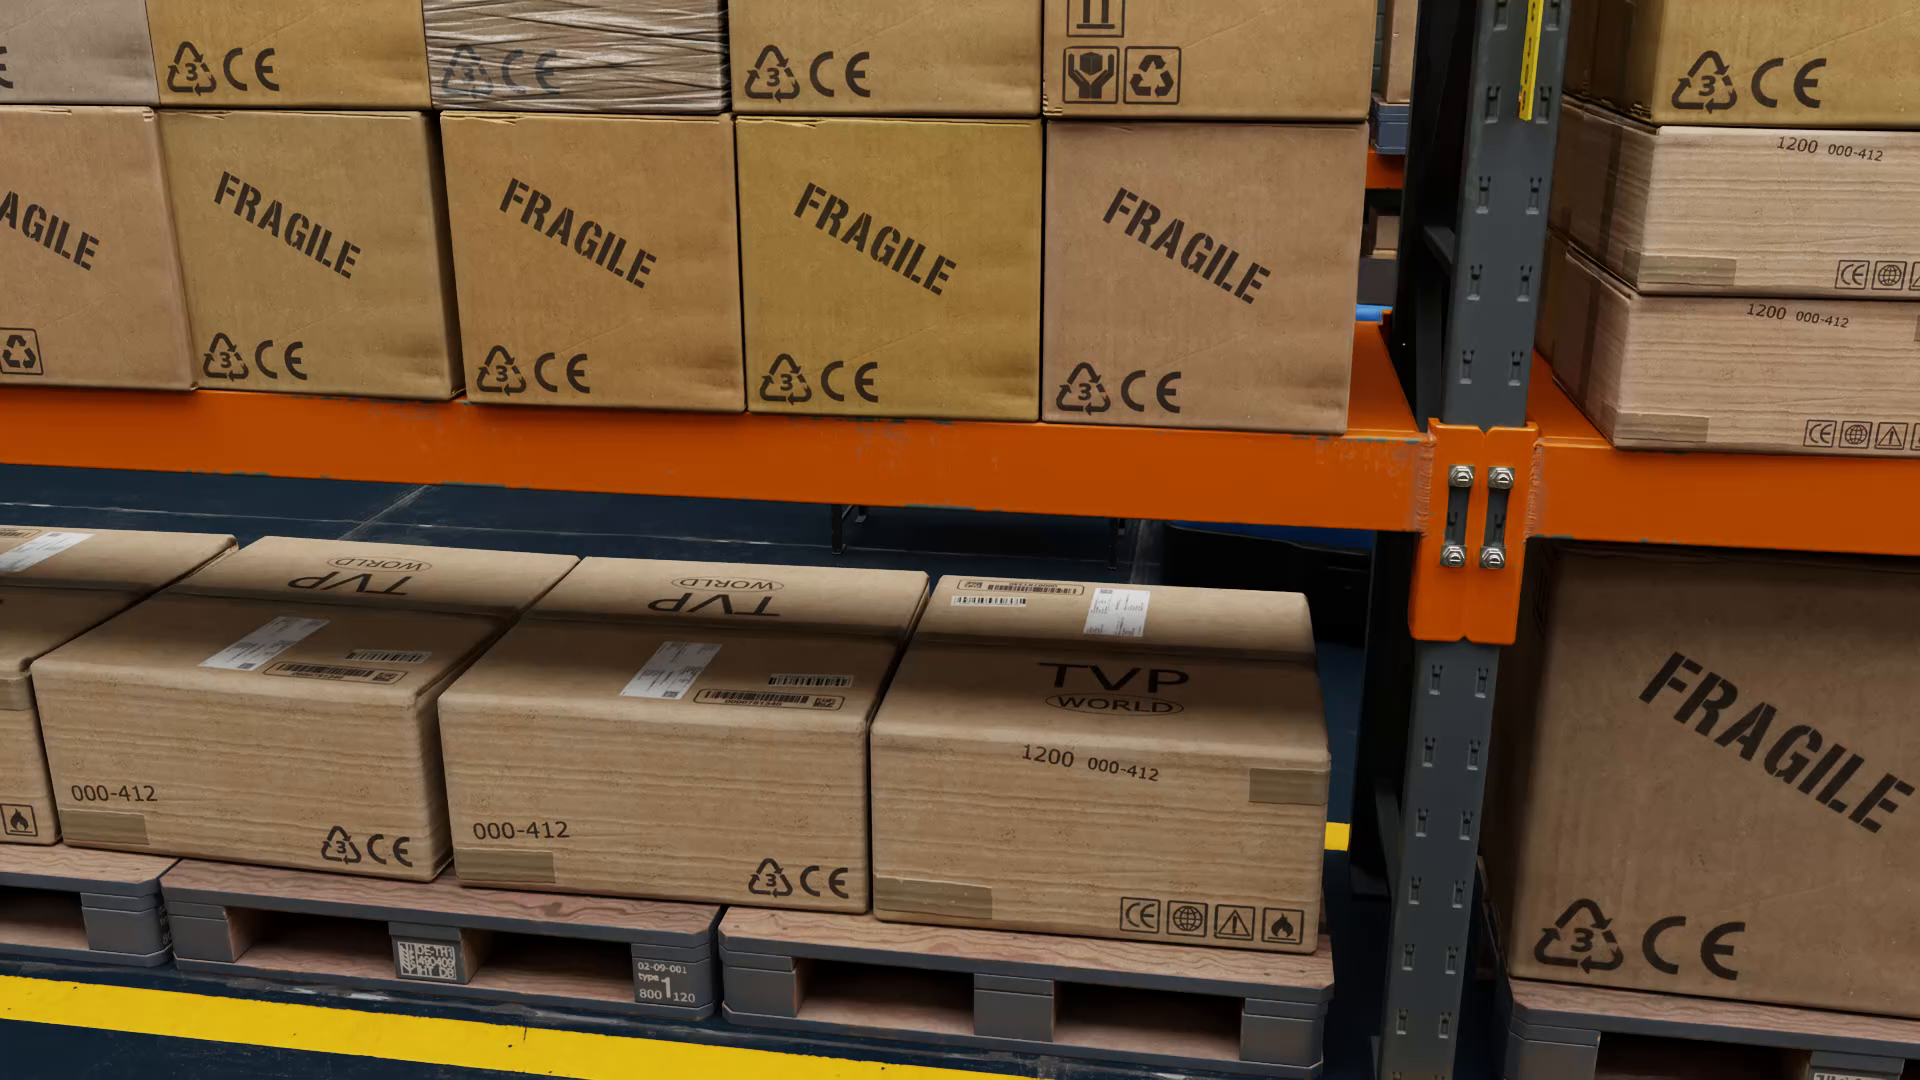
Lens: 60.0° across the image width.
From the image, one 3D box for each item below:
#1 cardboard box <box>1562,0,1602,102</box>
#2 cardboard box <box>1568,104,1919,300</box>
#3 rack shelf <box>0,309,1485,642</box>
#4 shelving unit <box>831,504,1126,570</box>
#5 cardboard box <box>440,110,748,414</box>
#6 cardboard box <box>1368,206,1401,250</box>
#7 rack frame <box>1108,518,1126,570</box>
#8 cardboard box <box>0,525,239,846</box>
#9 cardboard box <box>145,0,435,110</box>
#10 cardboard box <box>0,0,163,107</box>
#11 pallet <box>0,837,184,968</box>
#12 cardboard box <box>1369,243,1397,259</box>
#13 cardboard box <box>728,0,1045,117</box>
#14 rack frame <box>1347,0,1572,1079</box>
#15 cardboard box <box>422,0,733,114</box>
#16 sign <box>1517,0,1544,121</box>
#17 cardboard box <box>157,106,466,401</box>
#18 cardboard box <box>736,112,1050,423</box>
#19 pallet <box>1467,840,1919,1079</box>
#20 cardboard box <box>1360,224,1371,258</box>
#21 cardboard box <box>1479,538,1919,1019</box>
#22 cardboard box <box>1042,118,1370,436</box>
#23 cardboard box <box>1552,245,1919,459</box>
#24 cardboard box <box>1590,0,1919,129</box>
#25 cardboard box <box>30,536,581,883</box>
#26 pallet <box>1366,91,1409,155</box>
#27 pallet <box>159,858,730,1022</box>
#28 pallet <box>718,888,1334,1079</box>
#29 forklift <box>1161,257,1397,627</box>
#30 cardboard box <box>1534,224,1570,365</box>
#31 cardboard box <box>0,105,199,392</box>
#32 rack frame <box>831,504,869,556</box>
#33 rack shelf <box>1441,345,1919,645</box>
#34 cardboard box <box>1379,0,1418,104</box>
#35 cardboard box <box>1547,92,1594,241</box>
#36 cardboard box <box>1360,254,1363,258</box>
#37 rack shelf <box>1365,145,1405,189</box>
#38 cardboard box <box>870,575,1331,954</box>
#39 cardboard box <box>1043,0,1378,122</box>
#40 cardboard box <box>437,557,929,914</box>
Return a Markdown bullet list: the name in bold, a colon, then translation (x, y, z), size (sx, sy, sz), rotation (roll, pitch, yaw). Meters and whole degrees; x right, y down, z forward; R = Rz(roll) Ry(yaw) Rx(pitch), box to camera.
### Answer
- **cardboard box**: translation (1.404, -1.083, 3.080), size (0.500, 0.500, 0.500), rotation (4, 19, 10)
- **cardboard box**: translation (1.313, -0.561, 2.701), size (0.500, 0.250, 0.500), rotation (2, 19, 7)
- **rack shelf**: translation (-1.051, -0.265, 3.502), size (4.000, 0.370, 1.077), rotation (3, 19, 9)
- **shelving unit**: translation (0.084, -0.707, 6.052), size (1.048, 1.500, 0.538), rotation (3, 19, 9)
- **cardboard box**: translation (-0.583, -0.541, 3.035), size (0.500, 0.500, 0.500), rotation (3, 19, 8)
- **cardboard box**: translation (2.029, -1.441, 7.668), size (0.250, 0.149, 0.380), rotation (3, 19, 8)
- **rack frame**: translation (0.586, -0.681, 5.976), size (0.032, 1.500, 0.500), rotation (3, 19, 9)
- **cardboard box**: translation (-2.359, 0.311, 4.023), size (0.875, 0.438, 0.875), rotation (2, 19, 7)
- **cardboard box**: translation (-1.084, -1.043, 2.959), size (0.500, 0.500, 0.500), rotation (3, 19, 9)
- **cardboard box**: translation (-1.577, -1.068, 3.034), size (0.500, 0.500, 0.500), rotation (3, 19, 8)
- **pallet**: translation (-2.224, 0.631, 4.084), size (1.213, 0.211, 1.003), rotation (3, 19, 9)
- **cardboard box**: translation (2.019, -1.281, 7.659), size (0.250, 0.149, 0.380), rotation (4, 19, 11)
- **cardboard box**: translation (-0.086, -0.992, 2.809), size (0.500, 0.500, 0.500), rotation (3, 19, 8)
- **rack frame**: translation (0.923, -0.506, 3.087), size (0.127, 3.000, 1.000), rotation (3, 19, 9)
- **cardboard box**: translation (-0.590, -1.015, 2.876), size (0.500, 0.500, 0.500), rotation (3, 19, 9)
- **sign**: translation (0.837, -0.780, 2.417), size (0.005, 0.325, 0.100), rotation (3, 19, 9)
- **cardboard box**: translation (-1.097, -0.572, 3.128), size (0.500, 0.500, 0.500), rotation (4, 19, 10)
- **cardboard box**: translation (-0.084, -0.520, 2.973), size (0.500, 0.500, 0.500), rotation (2, 19, 7)
- **pallet**: translation (1.697, 0.832, 3.484), size (1.213, 0.211, 1.003), rotation (3, 19, 9)
- **cardboard box**: translation (2.116, -1.454, 8.177), size (0.250, 0.149, 0.380), rotation (2, 19, 6)
- **cardboard box**: translation (1.548, 0.309, 3.339), size (0.875, 0.875, 0.875), rotation (4, 19, 10)
- **cardboard box**: translation (0.425, -0.496, 2.901), size (0.500, 0.500, 0.500), rotation (3, 19, 9)
- **cardboard box**: translation (1.316, -0.330, 2.797), size (0.500, 0.250, 0.500), rotation (2, 19, 7)
- **cardboard box**: translation (1.312, -0.915, 2.577), size (0.500, 0.500, 0.500), rotation (3, 19, 9)
- **cardboard box**: translation (-1.454, 0.354, 3.893), size (0.875, 0.438, 0.875), rotation (3, 19, 10)
- **pallet**: translation (2.479, -1.895, 7.543), size (1.213, 0.211, 1.003), rotation (3, 19, 9)
- **pallet**: translation (-1.023, 0.693, 3.898), size (1.213, 0.211, 1.003), rotation (3, 19, 9)
- **pallet**: translation (0.185, 0.754, 3.717), size (1.213, 0.211, 1.003), rotation (3, 19, 9)
- **forklift**: translation (2.244, -1.115, 5.015), size (3.031, 2.935, 1.130), rotation (7, 20, 21)
- **cardboard box**: translation (1.406, -0.491, 3.279), size (0.500, 0.250, 0.500), rotation (2, 19, 7)
- **cardboard box**: translation (-1.594, -0.592, 3.188), size (0.500, 0.500, 0.500), rotation (3, 19, 8)
- **rack frame**: translation (-0.418, -0.733, 6.129), size (0.032, 1.500, 0.500), rotation (3, 19, 9)
- **rack shelf**: translation (2.898, -0.064, 2.900), size (4.000, 0.370, 1.077), rotation (3, 19, 9)
- **cardboard box**: translation (2.149, -2.213, 7.370), size (0.500, 0.500, 0.700), rotation (3, 19, 10)
- **cardboard box**: translation (1.397, -0.725, 3.193), size (0.500, 0.250, 0.500), rotation (3, 19, 9)
- **cardboard box**: translation (2.239, -1.142, 8.268), size (0.500, 0.500, 0.500), rotation (3, 19, 8)
- **rack shelf**: translation (3.682, -1.619, 7.548), size (4.000, 0.370, 1.077), rotation (3, 19, 9)
- **cardboard box**: translation (0.320, 0.445, 3.622), size (0.875, 0.438, 0.875), rotation (3, 19, 8)
- **cardboard box**: translation (0.414, -0.964, 2.725), size (0.500, 0.500, 0.500), rotation (3, 19, 8)
- **cardboard box**: translation (-0.564, 0.400, 3.756), size (0.875, 0.438, 0.875), rotation (2, 19, 7)
